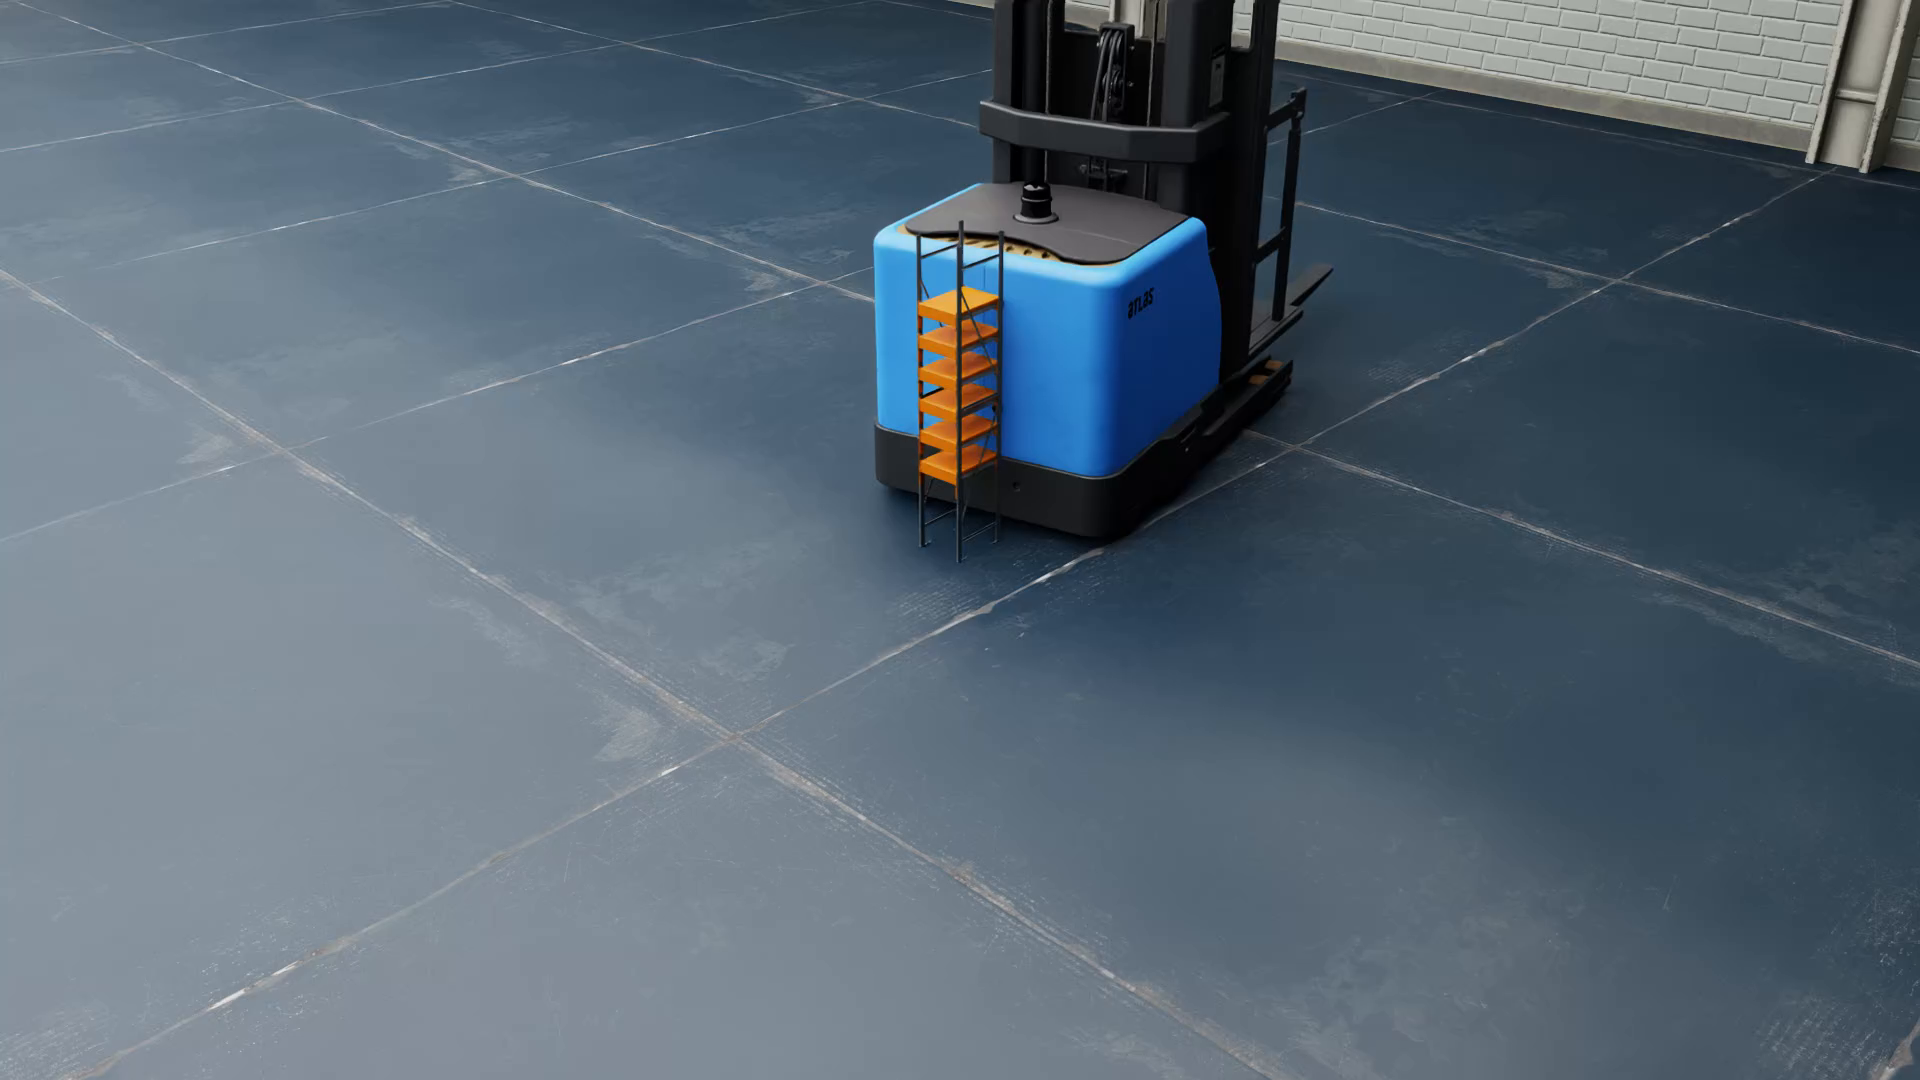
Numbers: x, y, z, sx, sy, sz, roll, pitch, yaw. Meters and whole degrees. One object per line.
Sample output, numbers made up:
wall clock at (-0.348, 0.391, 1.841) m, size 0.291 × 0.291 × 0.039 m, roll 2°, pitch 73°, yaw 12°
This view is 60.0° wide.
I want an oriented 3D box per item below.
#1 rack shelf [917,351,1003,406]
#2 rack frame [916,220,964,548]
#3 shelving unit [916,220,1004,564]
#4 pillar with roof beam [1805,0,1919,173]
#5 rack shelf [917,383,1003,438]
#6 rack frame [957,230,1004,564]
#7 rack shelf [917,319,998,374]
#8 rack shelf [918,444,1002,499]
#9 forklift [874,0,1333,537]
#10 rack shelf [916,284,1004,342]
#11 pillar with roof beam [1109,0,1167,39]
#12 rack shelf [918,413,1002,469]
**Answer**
rack shelf at (0.001, -0.581, 5.904) m, size 0.180 × 0.103 × 0.258 m, roll 22°, pitch 35°, yaw 36°
rack frame at (-0.068, -0.543, 5.993) m, size 0.006 × 1.200 × 0.240 m, roll 22°, pitch 35°, yaw 36°
shelving unit at (0.001, -0.515, 5.939) m, size 0.189 × 1.200 × 0.258 m, roll 22°, pitch 35°, yaw 36°
pillar with roof beam at (2.822, -5.042, 6.170) m, size 0.400 × 9.000 × 9.100 m, roll 25°, pitch 36°, yaw 38°
rack shelf at (0.001, -0.475, 5.960) m, size 0.180 × 0.103 × 0.258 m, roll 22°, pitch 35°, yaw 36°
rack frame at (0.070, -0.486, 5.886) m, size 0.006 × 1.200 × 0.240 m, roll 22°, pitch 35°, yaw 36°
rack shelf at (0.001, -0.688, 5.848) m, size 0.180 × 0.103 × 0.258 m, roll 22°, pitch 35°, yaw 36°
rack shelf at (0.001, -0.263, 6.072) m, size 0.180 × 0.103 × 0.258 m, roll 22°, pitch 35°, yaw 36°
forklift at (0.839, -1.957, 6.823) m, size 1.130 × 2.935 × 3.031 m, roll 15°, pitch 31°, yaw 26°
rack shelf at (0.001, -0.794, 5.792) m, size 0.180 × 0.103 × 0.258 m, roll 22°, pitch 35°, yaw 36°
pillar with roof beam at (-1.456, -7.000, 9.893) m, size 0.400 × 9.000 × 9.100 m, roll 25°, pitch 36°, yaw 38°
rack shelf at (0.001, -0.369, 6.016) m, size 0.180 × 0.103 × 0.258 m, roll 22°, pitch 35°, yaw 36°
